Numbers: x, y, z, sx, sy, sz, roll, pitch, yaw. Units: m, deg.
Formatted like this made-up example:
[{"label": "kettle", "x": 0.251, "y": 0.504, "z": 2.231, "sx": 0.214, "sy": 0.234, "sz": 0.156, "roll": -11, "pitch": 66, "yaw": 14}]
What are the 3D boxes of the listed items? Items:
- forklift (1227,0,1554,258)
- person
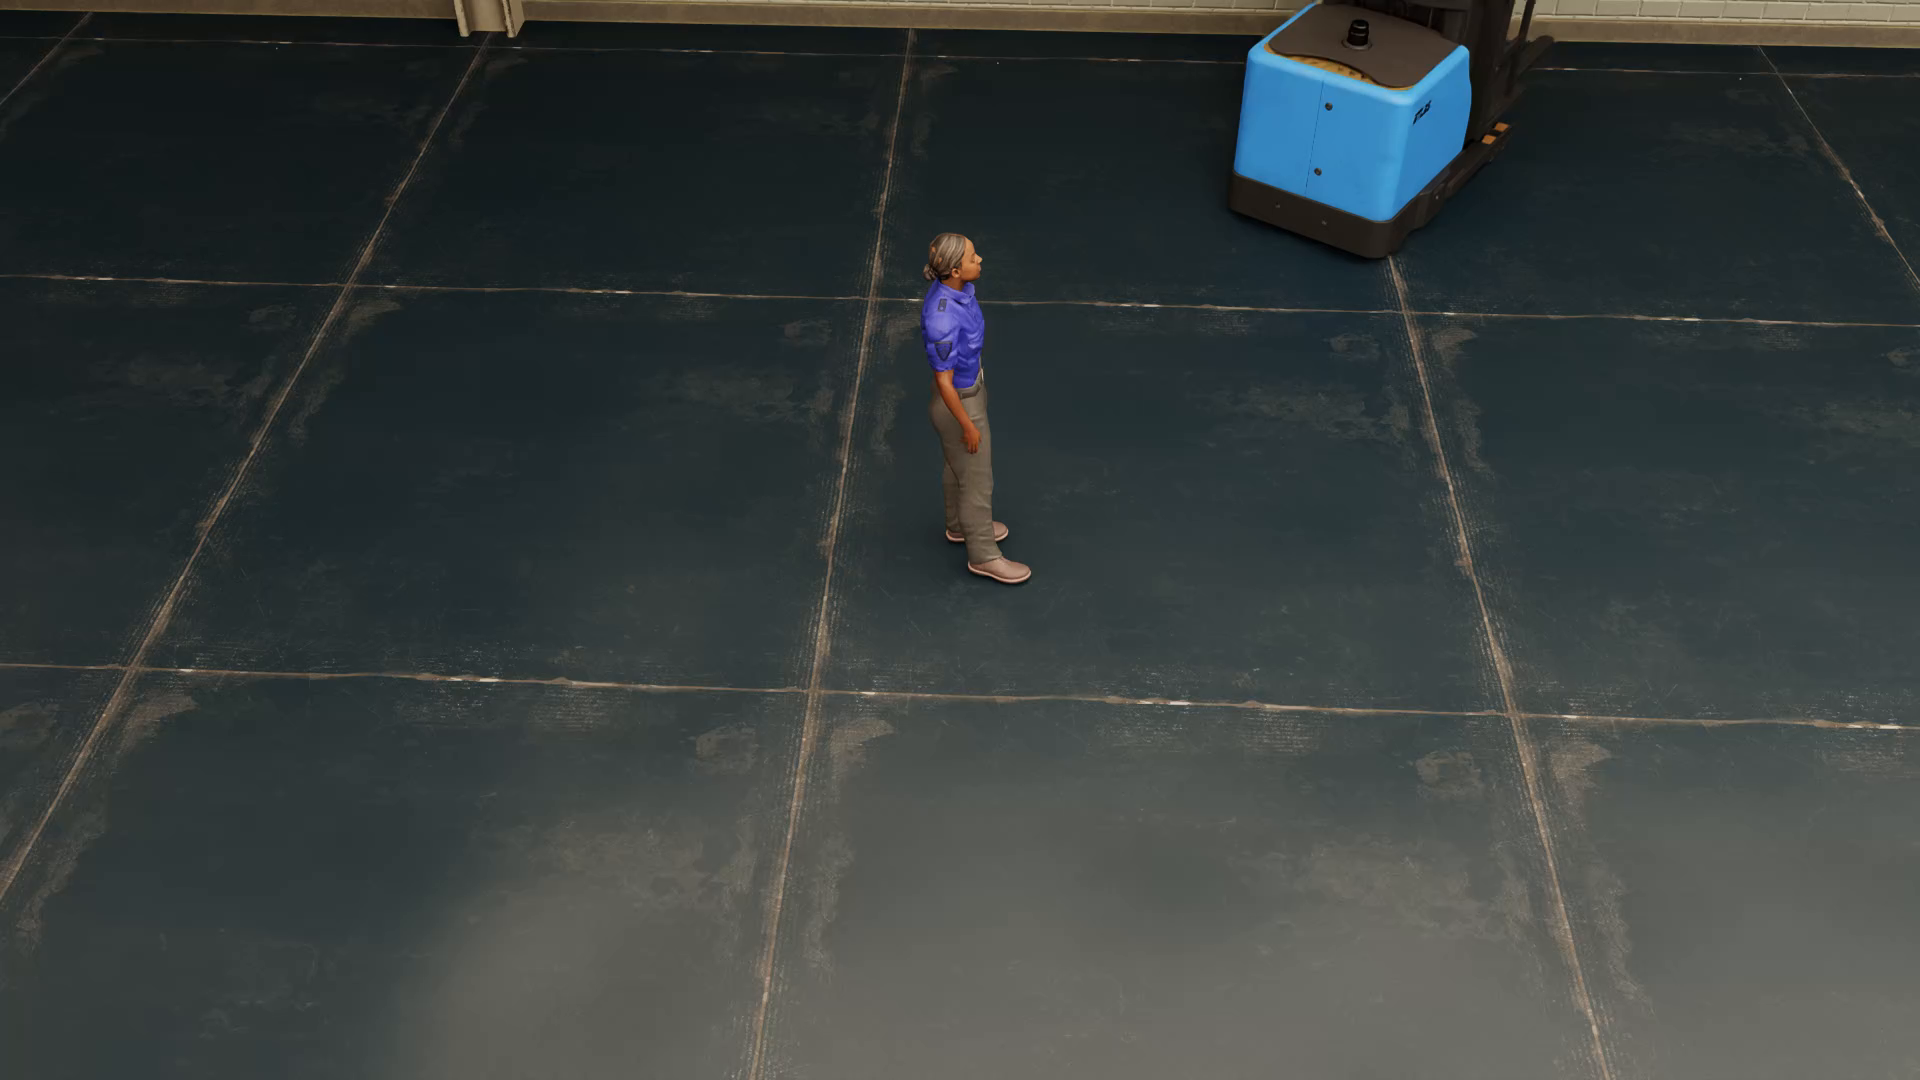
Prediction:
[{"label": "forklift", "x": 2.885, "y": -3.655, "z": 9.746, "sx": 1.130, "sy": 2.935, "sz": 3.031, "roll": 26, "pitch": 49, "yaw": 26}, {"label": "person", "x": 0.087, "y": -0.601, "z": 7.336, "sx": 0.503, "sy": 1.656, "sz": 0.570, "roll": 2, "pitch": 42, "yaw": 2}]
